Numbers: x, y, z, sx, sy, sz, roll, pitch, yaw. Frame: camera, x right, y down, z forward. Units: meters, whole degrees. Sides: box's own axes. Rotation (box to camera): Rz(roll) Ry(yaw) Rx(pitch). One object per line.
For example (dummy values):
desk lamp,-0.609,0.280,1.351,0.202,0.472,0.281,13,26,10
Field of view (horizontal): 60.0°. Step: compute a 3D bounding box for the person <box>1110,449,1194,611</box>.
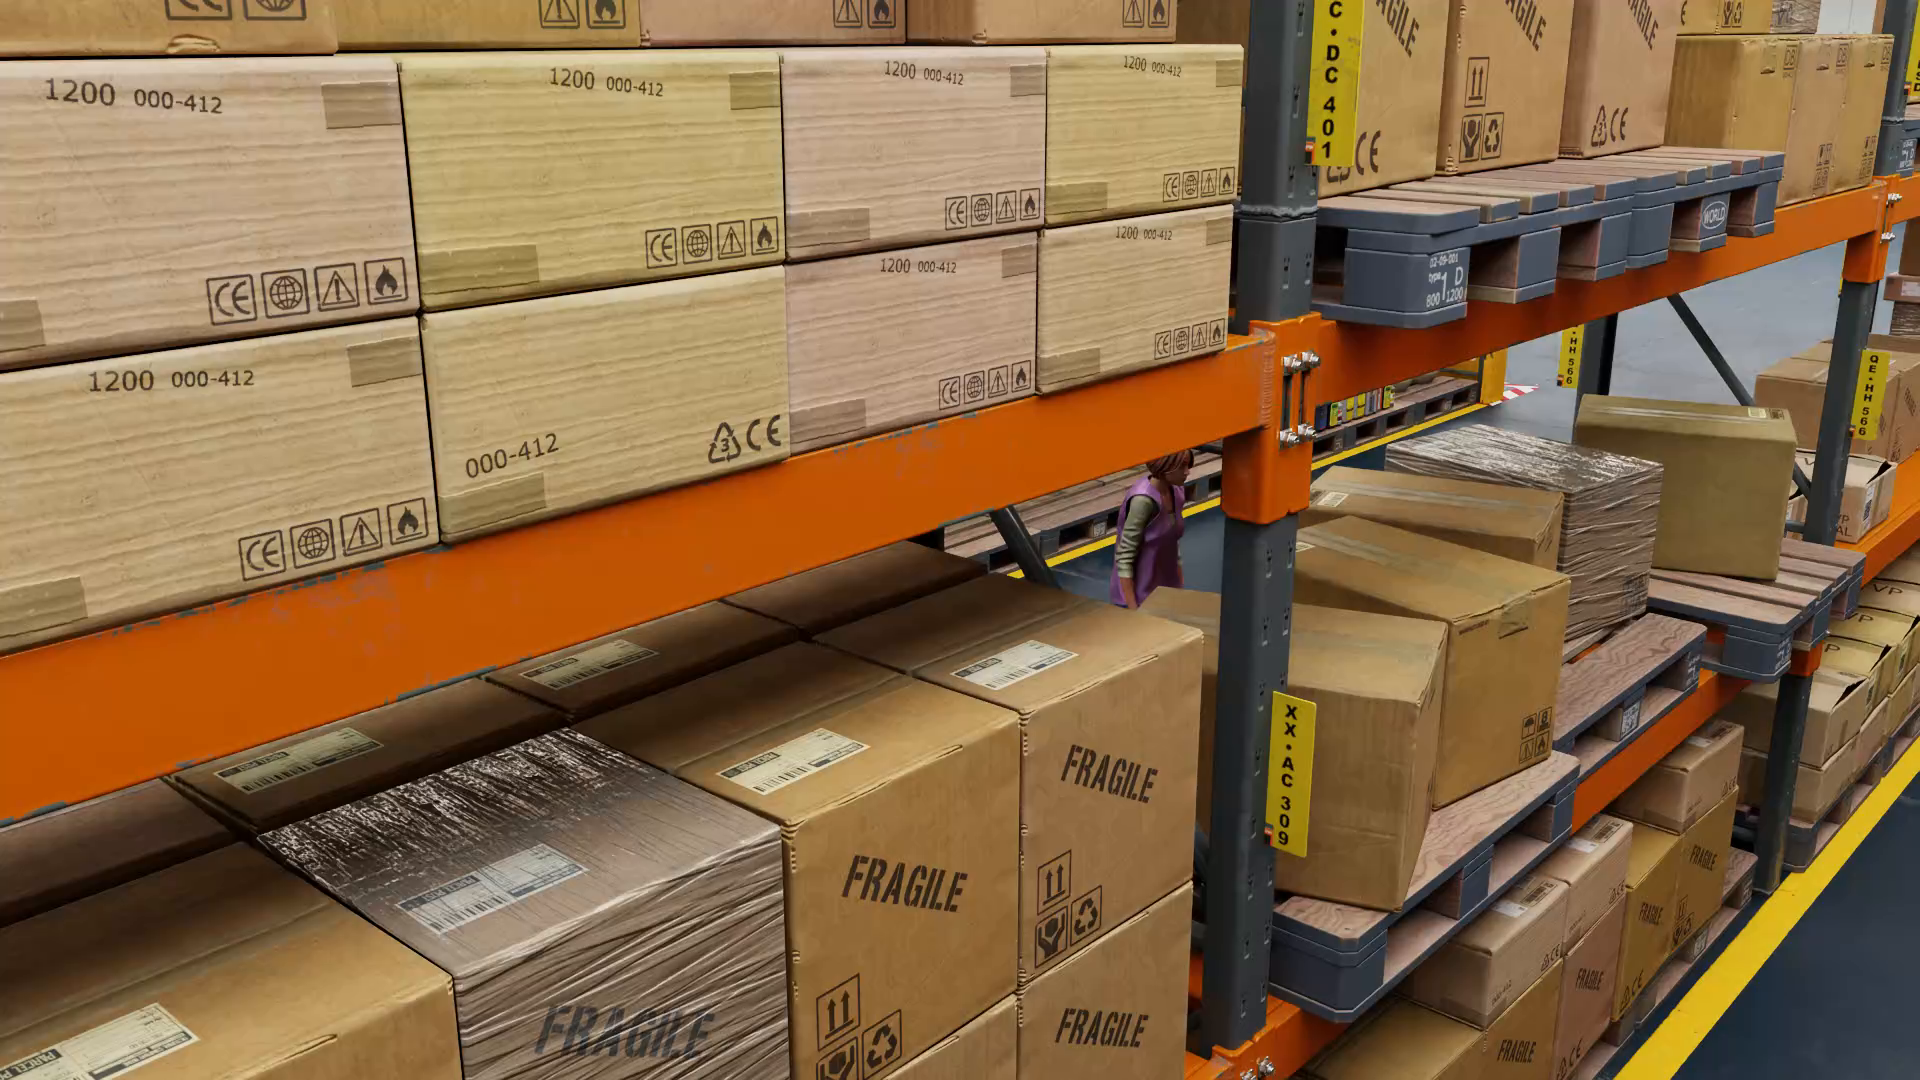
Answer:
person,0.876,0.281,7.656,0.341,1.594,0.482,14,22,37
